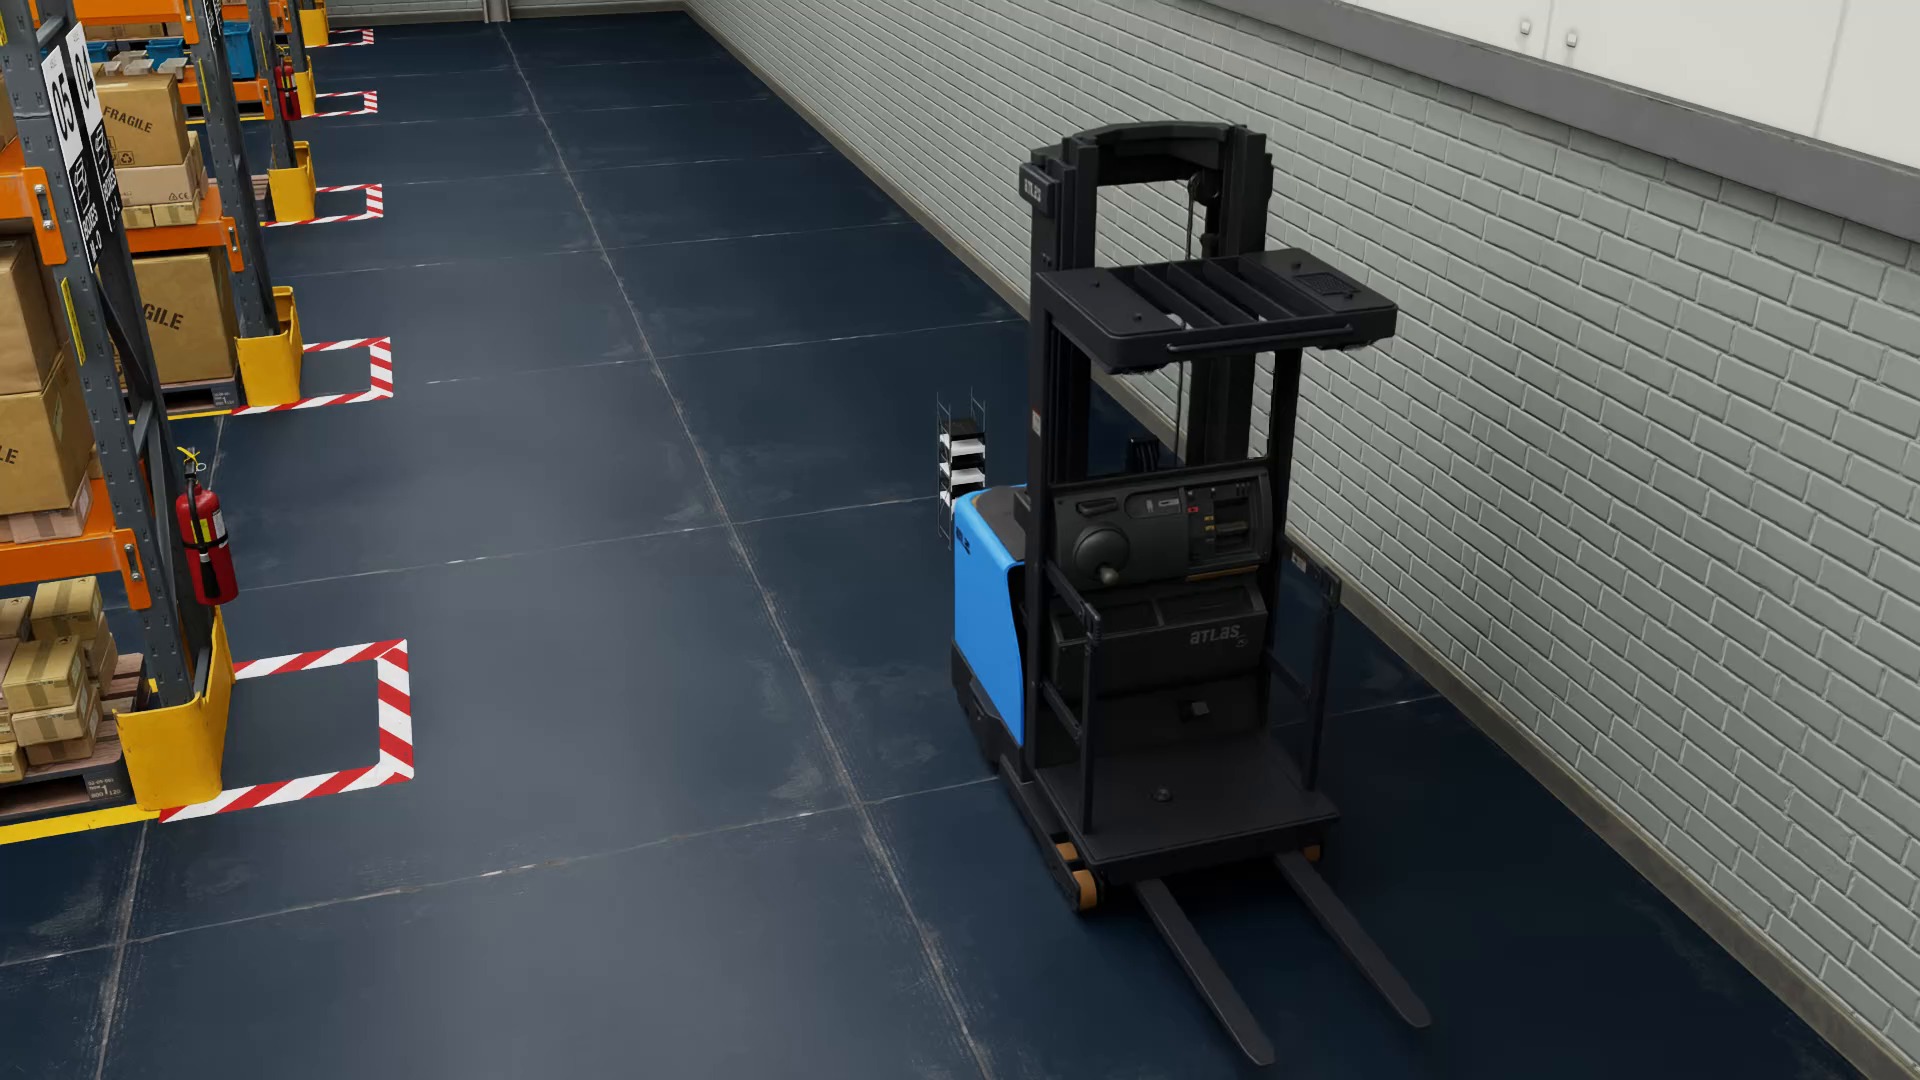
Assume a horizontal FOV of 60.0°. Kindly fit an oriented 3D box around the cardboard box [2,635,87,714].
[{"bbox_3d":[-3.996,0.584,7.266,0.250,0.149,0.380,-8,27,-16],"label":"cardboard box"}]

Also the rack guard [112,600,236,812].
[{"bbox_3d":[-3.644,0.711,7.755,0.348,0.500,1.175,-8,28,-16],"label":"rack guard"}]

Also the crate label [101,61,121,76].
[{"bbox_3d":[-7.802,-4.261,15.190,0.243,0.136,0.396,-8,28,-16],"label":"crate label"}]

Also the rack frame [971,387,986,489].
[{"bbox_3d":[0.104,-0.418,9.580,0.006,0.900,0.240,-8,28,-16],"label":"rack frame"}]

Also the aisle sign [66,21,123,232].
[{"bbox_3d":[-3.595,-1.720,6.918,0.004,0.787,0.394,-8,28,-16],"label":"aisle sign"}]

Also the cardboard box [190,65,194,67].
[{"bbox_3d":[-9.156,-5.661,20.376,0.500,0.250,0.500,-8,28,-16],"label":"cardboard box"}]

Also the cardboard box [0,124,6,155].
[{"bbox_3d":[-3.922,-1.521,6.235,0.500,0.250,0.500,-9,28,-17],"label":"cardboard box"}]

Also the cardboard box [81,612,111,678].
[{"bbox_3d":[-4.149,0.500,7.768,0.250,0.149,0.380,-7,27,-14],"label":"cardboard box"}]

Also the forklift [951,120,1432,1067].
[{"bbox_3d":[0.886,-0.012,6.478,1.130,2.935,3.031,-8,27,-16],"label":"forklift"}]

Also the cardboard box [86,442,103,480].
[{"bbox_3d":[-3.981,-0.400,7.465,0.250,0.149,0.380,-8,28,-17],"label":"cardboard box"}]

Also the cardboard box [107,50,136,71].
[{"bbox_3d":[-10.094,-5.508,19.784,0.637,0.503,0.797,-8,28,-16],"label":"cardboard box"}]

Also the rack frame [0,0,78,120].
[{"bbox_3d":[-3.571,-3.106,5.886,0.127,3.000,1.000,-8,28,-16],"label":"rack frame"}]

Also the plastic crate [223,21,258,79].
[{"bbox_3d":[-6.806,-4.542,15.418,0.499,0.435,0.616,-8,28,-16],"label":"plastic crate"}]

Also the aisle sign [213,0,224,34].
[{"bbox_3d":[-5.036,-3.831,11.170,0.004,0.787,0.394,-8,28,-16],"label":"aisle sign"}]

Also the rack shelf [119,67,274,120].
[{"bbox_3d":[-8.447,-4.026,15.296,4.000,0.370,1.077,-8,28,-16],"label":"rack shelf"}]

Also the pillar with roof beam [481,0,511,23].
[{"bbox_3d":[-5.981,-10.417,20.613,0.400,9.000,9.100,-8,28,-16],"label":"pillar with roof beam"}]

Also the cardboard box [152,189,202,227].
[{"bbox_3d":[-5.248,-2.229,11.149,0.250,0.149,0.380,-8,27,-15],"label":"cardboard box"}]

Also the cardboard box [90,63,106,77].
[{"bbox_3d":[-6.027,-2.911,11.231,0.500,0.500,0.500,-9,28,-17],"label":"cardboard box"}]

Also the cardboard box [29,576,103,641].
[{"bbox_3d":[-4.175,0.332,7.773,0.250,0.149,0.380,-10,28,-18],"label":"cardboard box"}]

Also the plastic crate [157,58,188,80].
[{"bbox_3d":[-7.264,-4.344,15.356,0.243,0.136,0.396,-8,28,-16],"label":"plastic crate"}]

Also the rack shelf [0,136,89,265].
[{"bbox_3d":[-5.473,-1.165,6.159,4.000,0.370,1.077,-8,28,-16],"label":"rack shelf"}]

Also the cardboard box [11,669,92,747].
[{"bbox_3d":[-3.985,0.730,7.305,0.250,0.149,0.380,-9,28,-17],"label":"cardboard box"}]

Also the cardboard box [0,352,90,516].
[{"bbox_3d":[-3.919,-0.426,6.788,0.500,0.500,0.500,-8,27,-15],"label":"cardboard box"}]

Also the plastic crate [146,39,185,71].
[{"bbox_3d":[-7.508,-4.590,15.744,0.300,0.233,0.416,-8,28,-16],"label":"plastic crate"}]

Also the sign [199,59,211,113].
[{"bbox_3d":[-4.856,-2.923,10.696,0.005,0.325,0.100,-8,28,-16],"label":"sign"}]

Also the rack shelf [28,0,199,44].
[{"bbox_3d":[-6.913,-3.276,10.411,4.000,0.370,1.077,-8,28,-16],"label":"rack shelf"}]

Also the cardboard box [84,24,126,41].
[{"bbox_3d":[-12.195,-7.458,23.738,0.500,0.500,0.700,-9,28,-17],"label":"cardboard box"}]

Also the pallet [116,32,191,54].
[{"bbox_3d":[-11.507,-7.254,24.125,1.213,0.211,1.003,-8,28,-16],"label":"pallet"}]

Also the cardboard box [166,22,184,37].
[{"bbox_3d":[-11.201,-7.604,24.032,0.500,0.500,0.700,-9,28,-18],"label":"cardboard box"}]

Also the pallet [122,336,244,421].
[{"bbox_3d":[-5.747,-1.138,11.804,1.213,0.211,1.003,-8,28,-16],"label":"pallet"}]

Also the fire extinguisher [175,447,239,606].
[{"bbox_3d":[-3.189,-0.057,6.997,0.183,0.674,0.296,-8,28,-16],"label":"fire extinguisher"}]

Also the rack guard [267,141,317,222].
[{"bbox_3d":[-6.526,-3.513,16.264,0.348,0.500,1.175,-8,28,-16],"label":"rack guard"}]

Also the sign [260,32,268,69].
[{"bbox_3d":[-6.359,-4.467,15.191,0.005,0.325,0.100,-8,28,-16],"label":"sign"}]

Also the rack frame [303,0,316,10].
[{"bbox_3d":[-9.613,-8.813,24.128,0.127,3.000,1.000,-8,28,-16],"label":"rack frame"}]

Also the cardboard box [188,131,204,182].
[{"bbox_3d":[-5.551,-2.644,11.537,0.500,0.250,0.500,-9,28,-17],"label":"cardboard box"}]

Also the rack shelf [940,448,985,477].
[{"bbox_3d":[0.008,-0.455,9.527,0.200,0.077,0.258,-8,28,-16],"label":"rack shelf"}]

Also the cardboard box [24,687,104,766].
[{"bbox_3d":[-4.007,0.831,7.437,0.250,0.149,0.380,-8,27,-15],"label":"cardboard box"}]

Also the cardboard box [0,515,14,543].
[{"bbox_3d":[-4.042,-0.123,6.908,0.250,0.149,0.380,-8,28,-16],"label":"cardboard box"}]

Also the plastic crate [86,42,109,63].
[{"bbox_3d":[-8.134,-4.500,15.561,0.300,0.233,0.416,-8,28,-16],"label":"plastic crate"}]

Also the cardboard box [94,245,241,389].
[{"bbox_3d":[-5.595,-1.644,11.606,0.875,0.875,0.875,-8,28,-16],"label":"cardboard box"}]

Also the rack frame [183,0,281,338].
[{"bbox_3d":[-5.011,-2.530,11.473,0.127,3.000,1.000,-8,28,-16],"label":"rack frame"}]

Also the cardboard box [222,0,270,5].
[{"bbox_3d":[-8.417,-6.587,19.532,0.500,0.500,0.500,-7,27,-15],"label":"cardboard box"}]

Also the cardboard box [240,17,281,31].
[{"bbox_3d":[-10.248,-7.743,24.311,0.500,0.500,0.700,-8,28,-16],"label":"cardboard box"}]

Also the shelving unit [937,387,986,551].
[{"bbox_3d":[0.008,-0.404,9.552,0.210,0.900,0.258,-8,28,-16],"label":"shelving unit"}]

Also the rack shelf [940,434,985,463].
[{"bbox_3d":[0.008,-0.536,9.487,0.200,0.077,0.258,-8,28,-16],"label":"rack shelf"}]

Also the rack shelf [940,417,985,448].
[{"bbox_3d":[0.008,-0.616,9.447,0.200,0.077,0.258,-8,28,-16],"label":"rack shelf"}]

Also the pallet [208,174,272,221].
[{"bbox_3d":[-7.341,-3.278,16.115,1.213,0.211,1.003,-8,28,-16],"label":"pallet"}]

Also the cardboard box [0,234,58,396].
[{"bbox_3d":[-3.930,-0.876,6.571,0.500,0.500,0.500,-9,28,-17],"label":"cardboard box"}]
